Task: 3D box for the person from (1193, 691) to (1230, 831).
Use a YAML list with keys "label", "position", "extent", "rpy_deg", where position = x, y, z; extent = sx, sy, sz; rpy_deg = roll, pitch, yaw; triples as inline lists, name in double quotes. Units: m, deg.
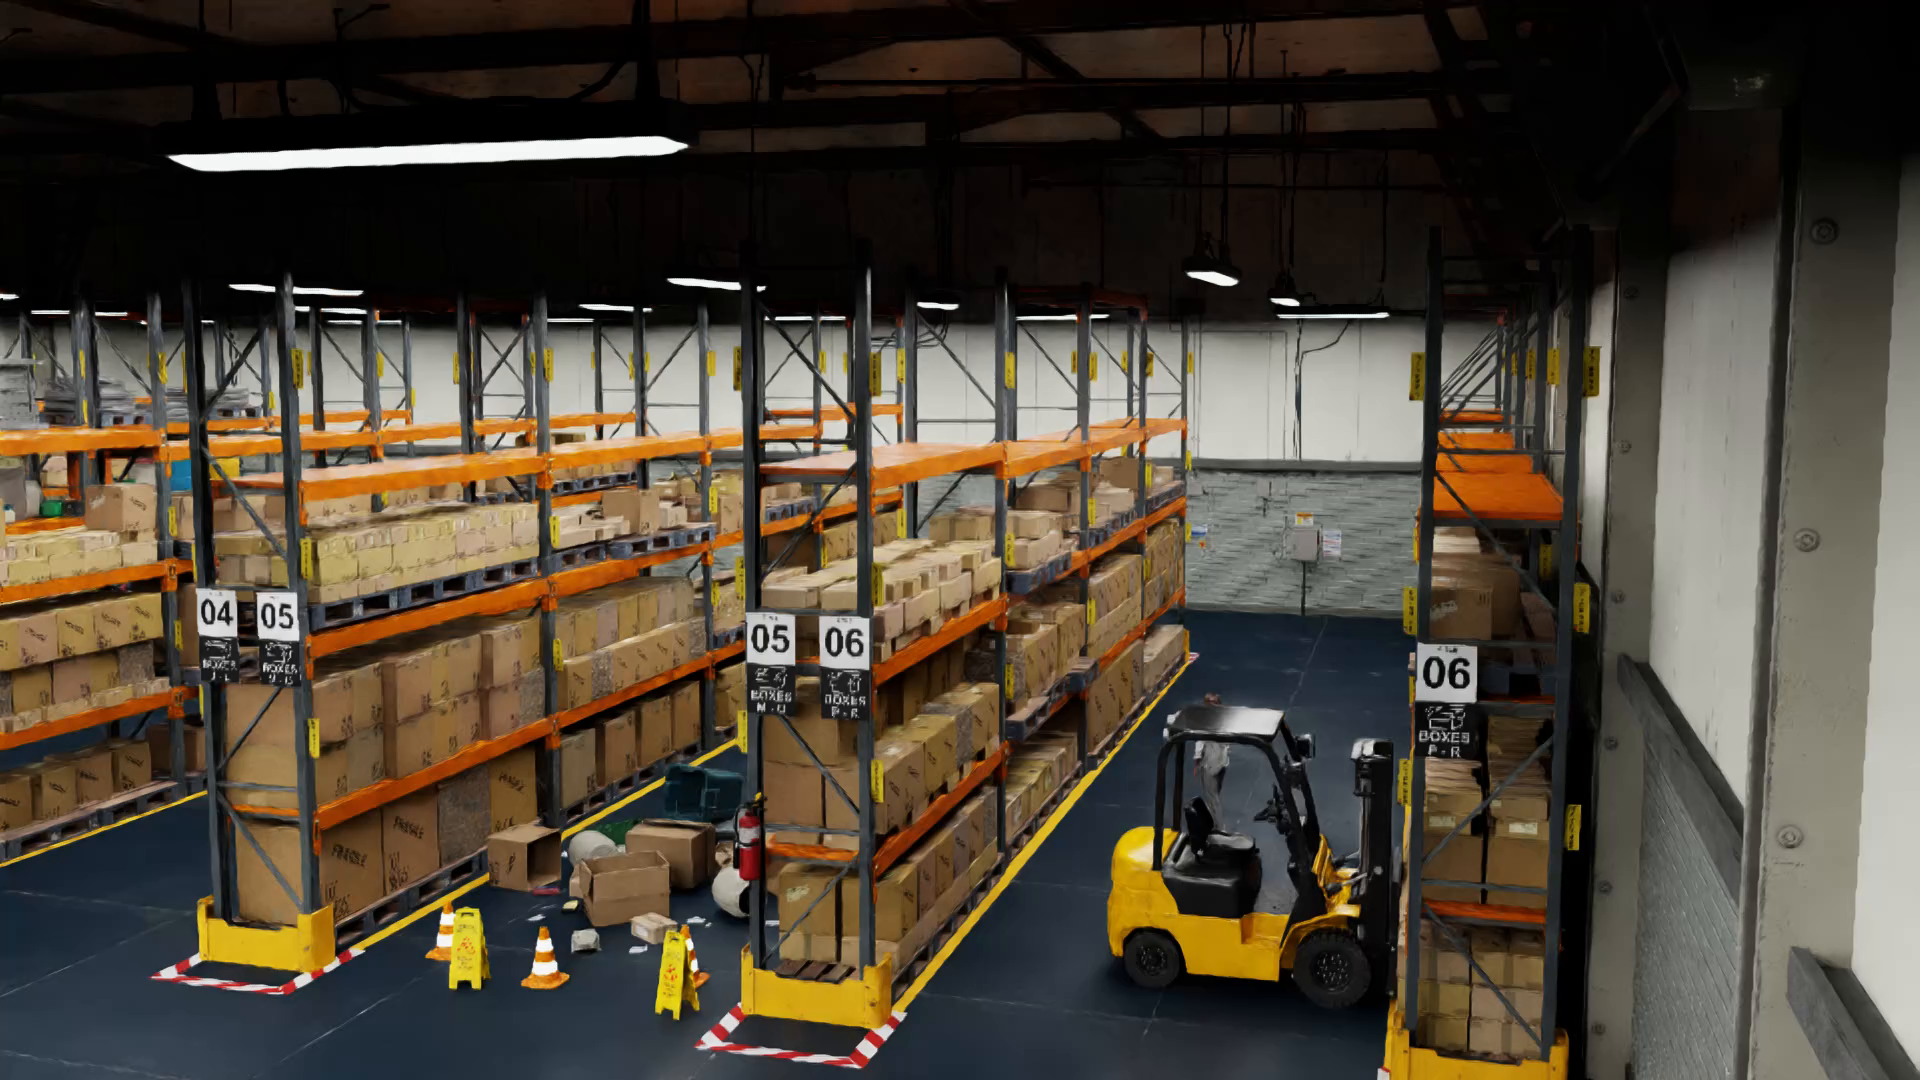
- label: "person"
  position: [2.656, 2.393, 17.632]
  extent: [0.523, 1.591, 0.522]
  rpy_deg: [-6, 9, -44]
